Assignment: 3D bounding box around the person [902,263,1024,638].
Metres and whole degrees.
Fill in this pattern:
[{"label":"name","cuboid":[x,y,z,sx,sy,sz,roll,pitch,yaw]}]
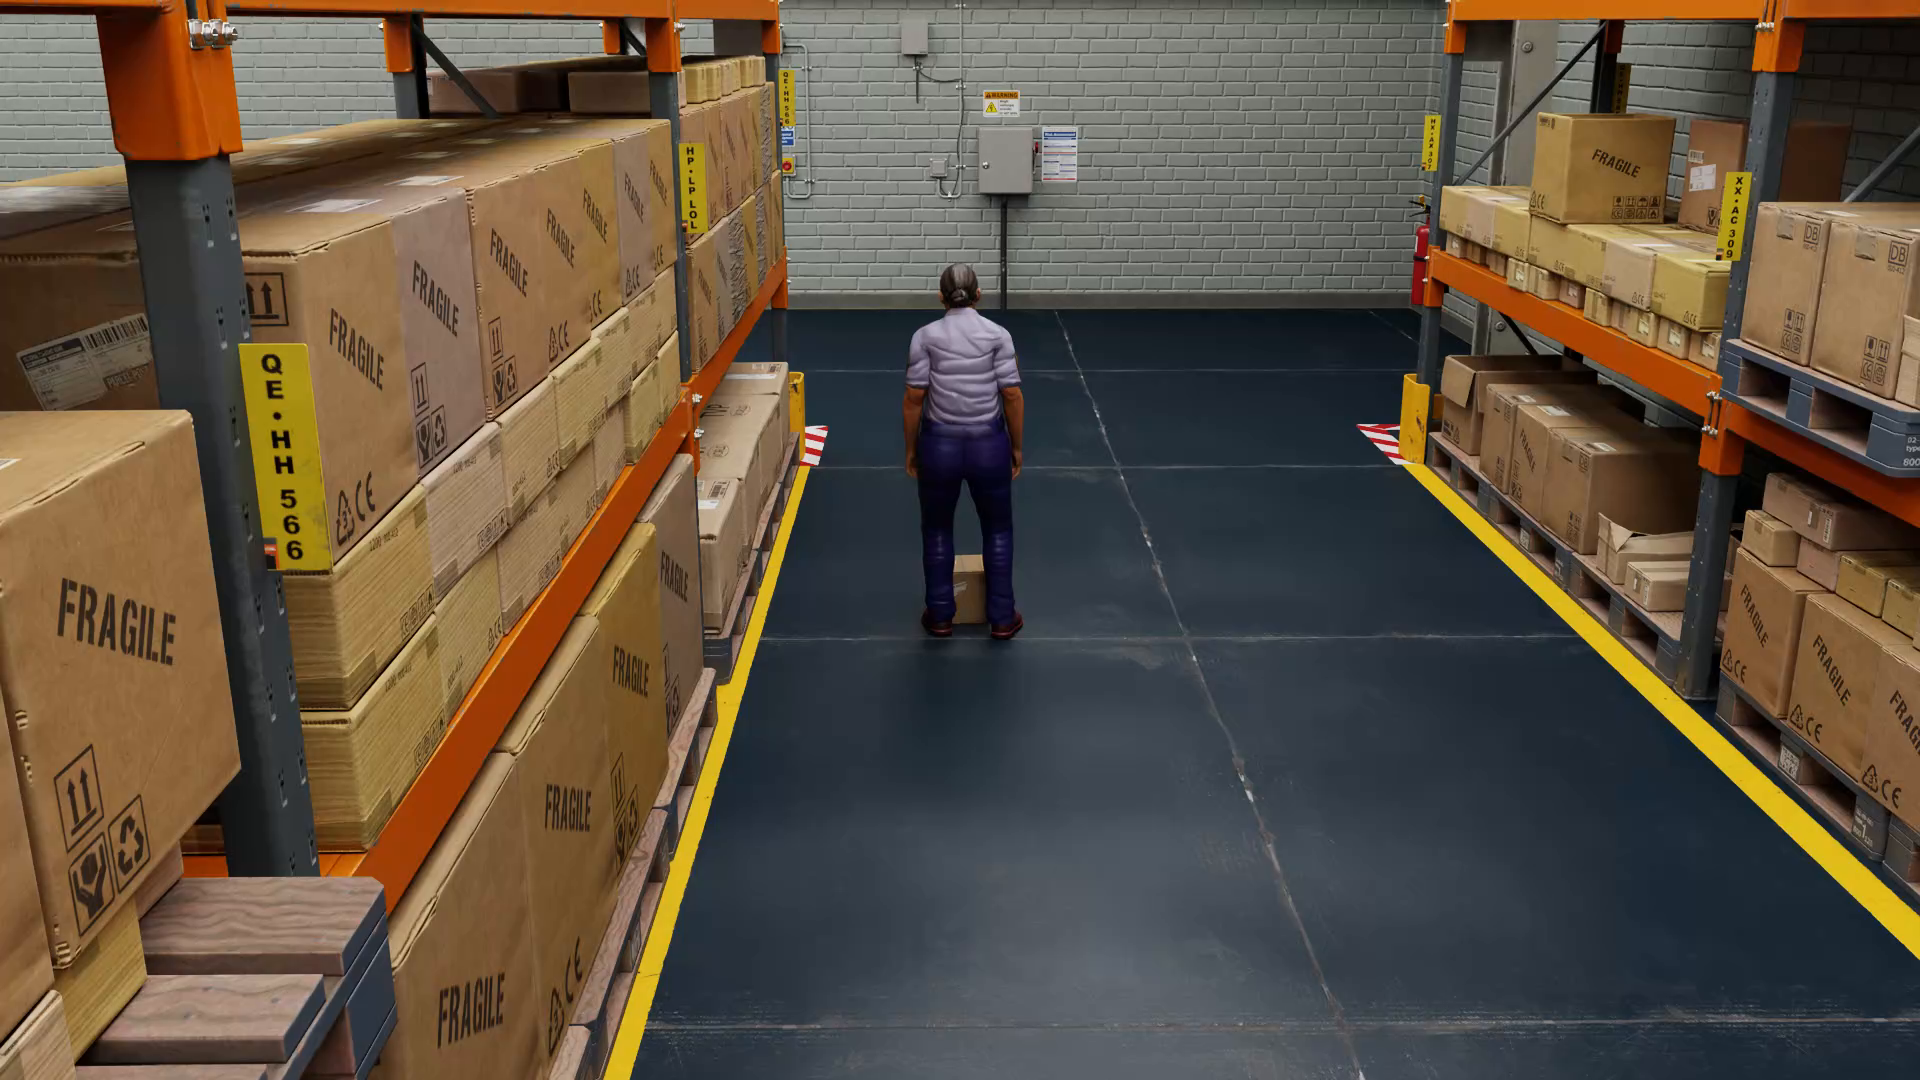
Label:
[{"label":"person","cuboid":[0.020,-0.378,7.275,0.537,1.652,0.415,0,17,0]}]
